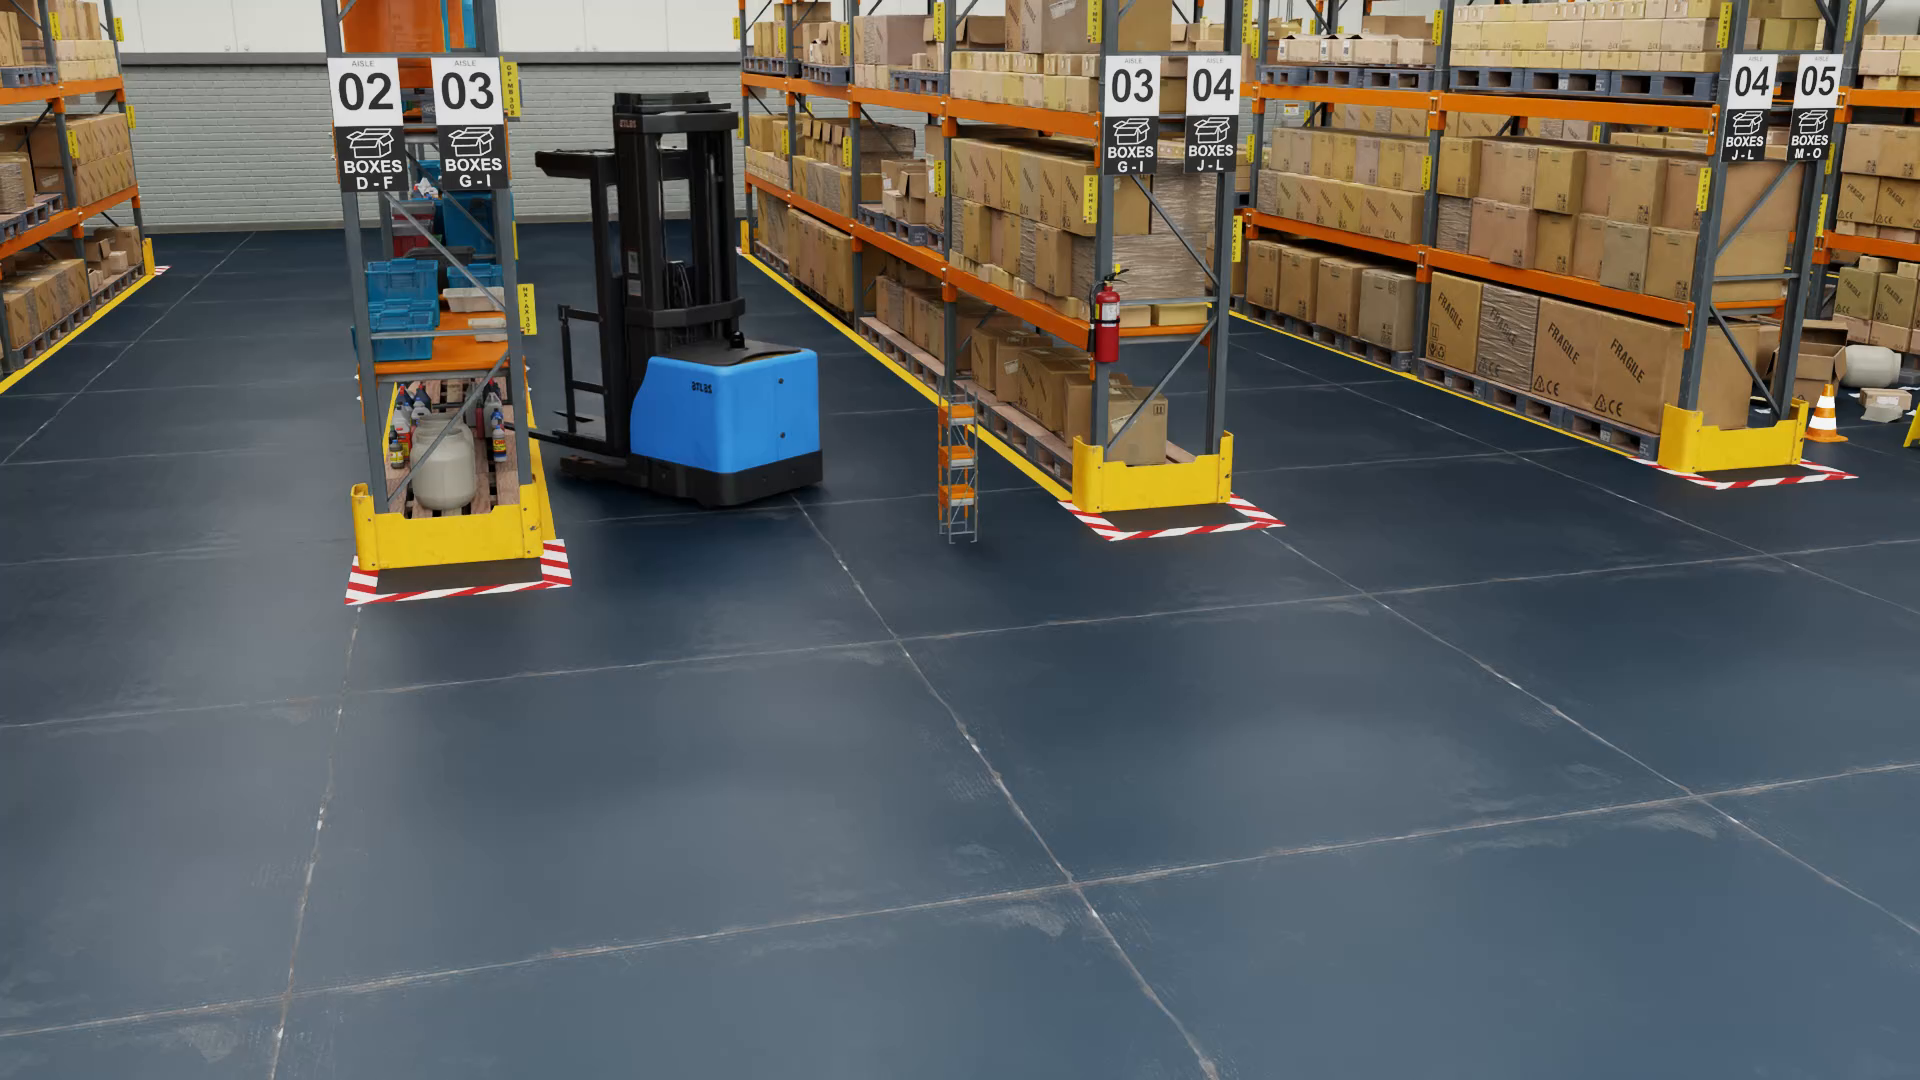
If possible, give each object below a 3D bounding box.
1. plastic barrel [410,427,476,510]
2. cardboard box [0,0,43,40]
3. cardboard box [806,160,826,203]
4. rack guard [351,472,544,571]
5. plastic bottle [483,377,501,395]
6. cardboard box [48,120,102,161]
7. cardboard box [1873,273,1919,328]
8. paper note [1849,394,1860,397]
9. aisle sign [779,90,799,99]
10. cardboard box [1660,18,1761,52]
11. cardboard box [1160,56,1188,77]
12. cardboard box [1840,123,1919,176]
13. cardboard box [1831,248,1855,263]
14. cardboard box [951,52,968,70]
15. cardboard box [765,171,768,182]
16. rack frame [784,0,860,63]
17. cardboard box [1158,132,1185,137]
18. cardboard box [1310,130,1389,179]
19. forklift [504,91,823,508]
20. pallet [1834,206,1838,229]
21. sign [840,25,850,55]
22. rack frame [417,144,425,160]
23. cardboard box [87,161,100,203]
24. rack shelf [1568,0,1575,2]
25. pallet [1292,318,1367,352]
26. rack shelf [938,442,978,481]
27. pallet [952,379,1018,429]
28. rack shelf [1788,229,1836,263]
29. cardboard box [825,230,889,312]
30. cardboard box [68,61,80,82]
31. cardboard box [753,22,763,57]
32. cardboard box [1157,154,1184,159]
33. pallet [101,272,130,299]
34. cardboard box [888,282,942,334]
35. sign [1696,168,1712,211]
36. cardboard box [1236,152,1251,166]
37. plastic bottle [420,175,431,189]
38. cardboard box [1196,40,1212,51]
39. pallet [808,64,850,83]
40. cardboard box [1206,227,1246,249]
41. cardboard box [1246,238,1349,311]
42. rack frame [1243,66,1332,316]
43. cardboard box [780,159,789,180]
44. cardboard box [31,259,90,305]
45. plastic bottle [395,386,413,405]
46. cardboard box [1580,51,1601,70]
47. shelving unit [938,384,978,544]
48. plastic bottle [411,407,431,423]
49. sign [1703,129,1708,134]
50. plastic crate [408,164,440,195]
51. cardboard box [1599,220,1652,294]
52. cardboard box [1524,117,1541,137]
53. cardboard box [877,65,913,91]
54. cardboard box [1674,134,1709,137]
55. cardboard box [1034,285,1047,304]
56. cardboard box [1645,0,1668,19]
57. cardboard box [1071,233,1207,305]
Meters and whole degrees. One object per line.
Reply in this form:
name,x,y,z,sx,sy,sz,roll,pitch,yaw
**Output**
plastic barrel,-3.569,-0.494,11.479,0.421,0.512,0.421,0,17,0
cardboard box,-11.547,-6.332,20.193,0.700,0.500,0.500,-5,17,-15
cardboard box,-1.688,-4.643,21.522,0.500,0.500,0.500,-5,17,-17
rack guard,-3.381,-0.129,11.012,1.175,0.500,0.348,-5,17,-15
plastic bottle,-3.960,-1.202,14.079,0.144,0.351,0.185,-5,17,-17
cardboard box,-11.518,-5.202,21.643,0.500,0.500,0.500,-5,17,-17
cardboard box,9.937,-2.502,17.314,0.500,0.500,0.500,-4,17,-13
paper note,8.713,-1.407,16.104,0.148,0.019,0.142,1,17,4
aisle sign,-2.681,-7.415,26.404,0.394,0.787,0.004,-5,17,-15
cardboard box,5.841,-3.934,12.961,0.500,0.250,0.500,-4,17,-15
cardboard box,1.594,-3.351,11.746,0.380,0.149,0.250,-5,17,-16
cardboard box,9.789,-4.121,17.527,0.700,0.500,0.500,-5,17,-16
cardboard box,13.098,-4.333,24.279,0.500,0.500,0.500,-5,17,-16
cardboard box,0.141,-4.248,14.735,0.380,0.149,0.250,-5,17,-17
cardboard box,-2.672,-5.384,24.598,0.380,0.149,0.250,-4,17,-14
rack frame,-1.851,-7.893,22.086,1.000,3.000,0.127,-5,17,-15
cardboard box,3.057,-6.197,24.440,0.500,0.500,0.500,-4,17,-14
cardboard box,4.443,-4.398,18.967,0.700,0.500,0.500,-5,17,-16
forklift,-2.511,-1.961,12.887,3.031,2.935,1.130,13,21,38
pallet,9.806,-3.721,18.960,1.003,0.211,1.213,-5,17,-15
sign,-1.287,-5.594,18.610,0.100,0.325,0.005,-5,17,-15
rack frame,-7.712,-5.735,25.329,1.000,3.000,0.127,-5,17,-15
cardboard box,-11.398,-4.589,21.342,0.500,0.500,0.500,-4,17,-14
rack shelf,11.900,-9.277,27.950,1.077,0.370,4.000,-5,17,-15
pallet,4.521,-2.381,19.012,1.003,0.211,1.213,-5,17,-15
rack shelf,-0.015,-0.507,11.353,0.215,0.259,0.240,-5,17,-15
pallet,0.567,-1.288,15.374,1.003,0.211,1.213,-5,17,-15
rack shelf,9.327,-3.799,20.136,1.077,0.370,4.000,-5,17,-15
cardboard box,-0.921,-3.289,20.152,1.225,0.875,0.875,-6,18,-18
cardboard box,-11.406,-5.895,20.910,0.500,0.250,0.500,-5,17,-15
cardboard box,-2.717,-7.555,25.097,0.700,0.500,0.500,-5,18,-17
cardboard box,1.428,-2.682,12.738,0.500,0.500,0.500,-5,17,-15
pallet,-11.903,-3.430,22.505,1.003,0.211,1.213,-5,17,-15
cardboard box,-0.383,-2.591,18.443,0.700,0.500,0.500,-6,18,-20
sign,5.719,-2.694,12.781,0.100,0.325,0.005,-5,17,-15
cardboard box,3.470,-4.743,20.699,0.380,0.149,0.250,-5,18,-17
plastic bottle,-6.817,-4.470,21.206,0.144,0.351,0.185,-5,17,-15
cardboard box,3.361,-6.176,21.410,0.500,0.500,0.500,-5,17,-15
pallet,-1.289,-5.742,20.469,1.003,0.211,1.213,-4,17,-13
cardboard box,3.456,-3.948,21.692,0.500,0.250,0.500,-4,17,-14
cardboard box,4.126,-3.226,20.157,1.050,0.750,0.750,-5,17,-16
rack frame,4.046,-4.277,20.478,1.000,3.000,0.127,-5,17,-15
cardboard box,-2.224,-5.192,23.265,0.500,0.250,0.500,-5,17,-16
cardboard box,-10.965,-3.137,20.262,0.500,0.500,0.500,-5,17,-16
plastic bottle,-4.591,-1.101,13.744,0.144,0.351,0.185,-4,17,-14
cardboard box,5.478,-4.047,14.028,0.380,0.149,0.250,-5,17,-15
shelving unit,-0.015,-0.518,11.350,0.215,1.050,0.252,-5,17,-15
plastic bottle,-4.287,-0.914,13.252,0.152,0.276,0.135,-5,17,-15
sign,11.930,-6.566,26.593,0.100,0.325,0.005,-5,17,-15
plastic crate,-7.069,-4.751,21.979,0.392,0.384,0.575,-5,17,-15
cardboard box,5.926,-2.386,13.920,0.875,0.550,0.550,-5,17,-15
cardboard box,8.105,-5.625,23.052,0.500,0.500,0.500,-5,17,-15
cardboard box,-0.576,-4.844,17.412,0.500,0.250,0.500,-4,17,-14
cardboard box,9.322,-4.842,20.938,0.500,0.500,0.500,-5,17,-16
cardboard box,0.811,-1.987,13.290,0.380,0.149,0.250,-5,17,-15
cardboard box,5.688,-4.218,13.214,0.380,0.149,0.250,-4,17,-14
cardboard box,1.323,-2.045,12.355,0.875,0.500,0.500,-5,17,-15
